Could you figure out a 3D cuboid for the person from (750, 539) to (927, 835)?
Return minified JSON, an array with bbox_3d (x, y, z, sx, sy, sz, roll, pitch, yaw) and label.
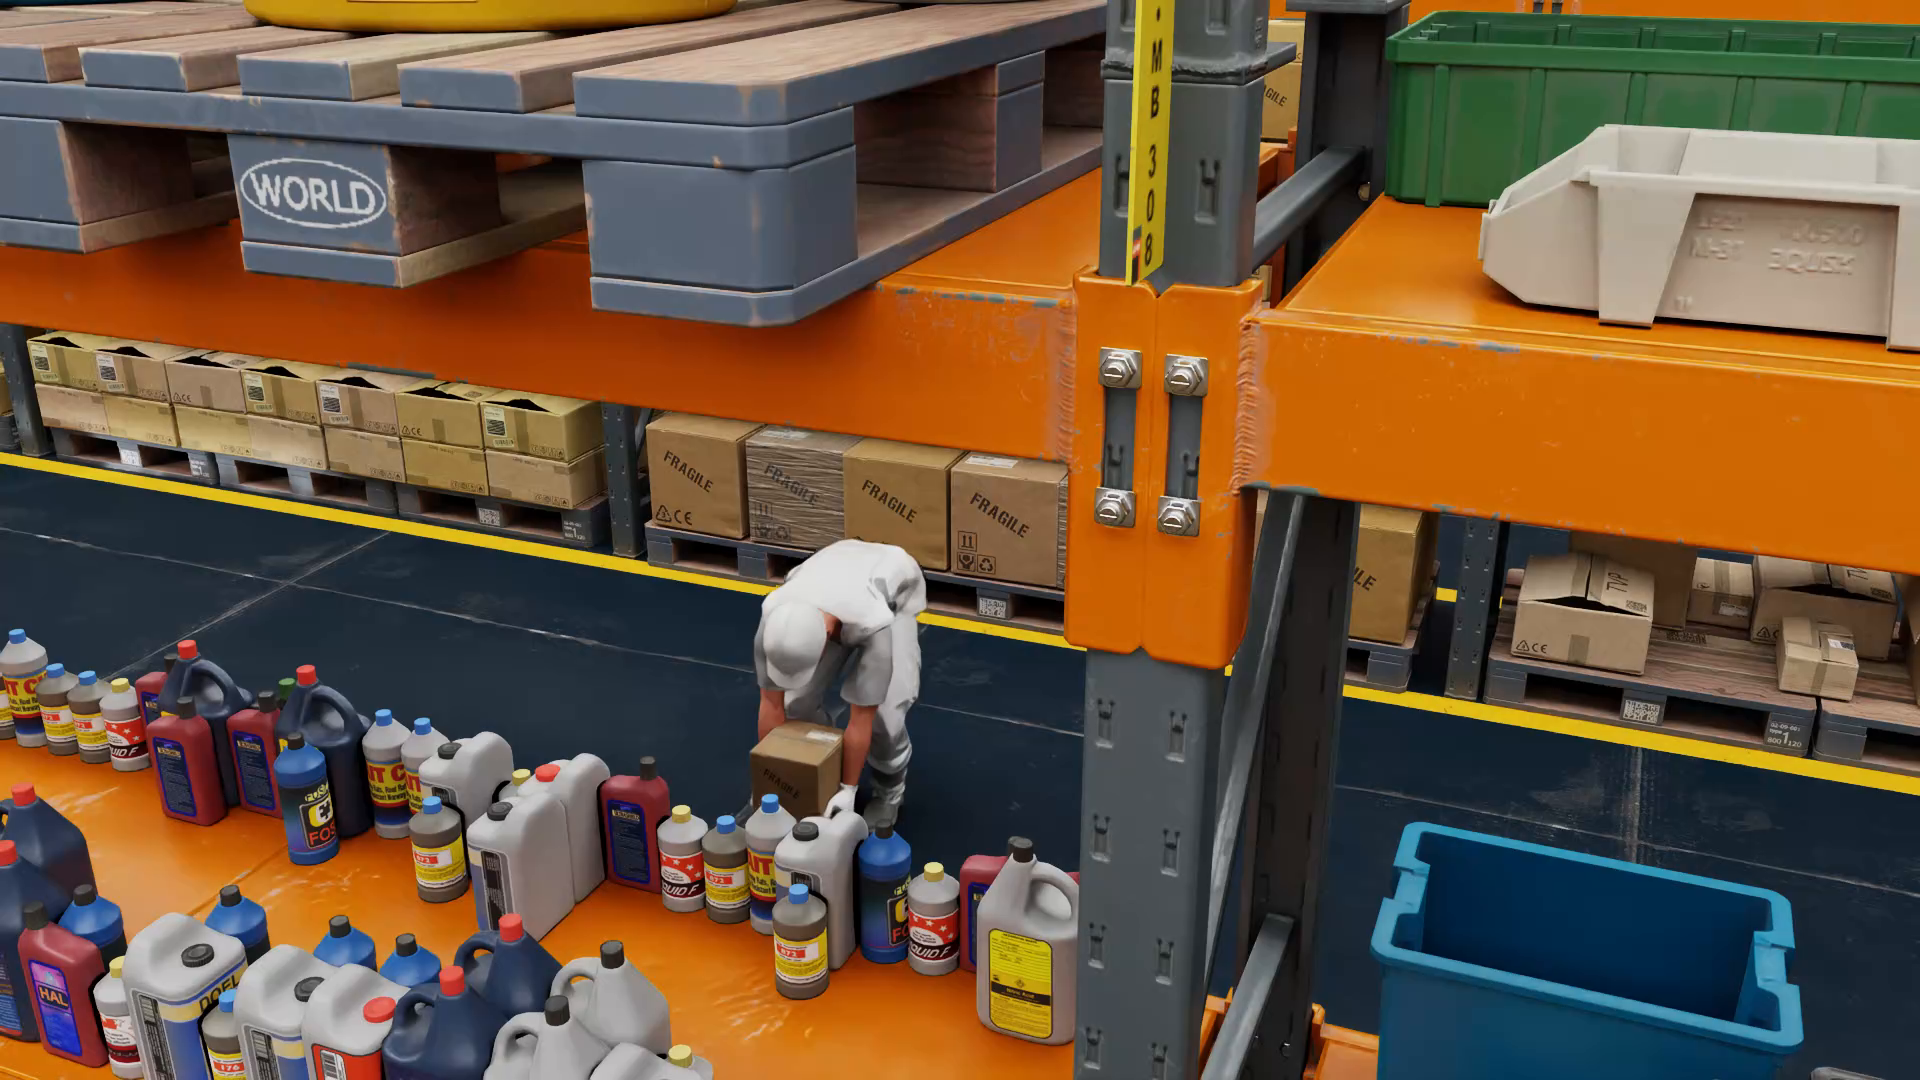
[{"bbox_3d":[-0.417,0.547,5.705,0.517,1.039,0.958,7,23,18],"label":"person"}]
